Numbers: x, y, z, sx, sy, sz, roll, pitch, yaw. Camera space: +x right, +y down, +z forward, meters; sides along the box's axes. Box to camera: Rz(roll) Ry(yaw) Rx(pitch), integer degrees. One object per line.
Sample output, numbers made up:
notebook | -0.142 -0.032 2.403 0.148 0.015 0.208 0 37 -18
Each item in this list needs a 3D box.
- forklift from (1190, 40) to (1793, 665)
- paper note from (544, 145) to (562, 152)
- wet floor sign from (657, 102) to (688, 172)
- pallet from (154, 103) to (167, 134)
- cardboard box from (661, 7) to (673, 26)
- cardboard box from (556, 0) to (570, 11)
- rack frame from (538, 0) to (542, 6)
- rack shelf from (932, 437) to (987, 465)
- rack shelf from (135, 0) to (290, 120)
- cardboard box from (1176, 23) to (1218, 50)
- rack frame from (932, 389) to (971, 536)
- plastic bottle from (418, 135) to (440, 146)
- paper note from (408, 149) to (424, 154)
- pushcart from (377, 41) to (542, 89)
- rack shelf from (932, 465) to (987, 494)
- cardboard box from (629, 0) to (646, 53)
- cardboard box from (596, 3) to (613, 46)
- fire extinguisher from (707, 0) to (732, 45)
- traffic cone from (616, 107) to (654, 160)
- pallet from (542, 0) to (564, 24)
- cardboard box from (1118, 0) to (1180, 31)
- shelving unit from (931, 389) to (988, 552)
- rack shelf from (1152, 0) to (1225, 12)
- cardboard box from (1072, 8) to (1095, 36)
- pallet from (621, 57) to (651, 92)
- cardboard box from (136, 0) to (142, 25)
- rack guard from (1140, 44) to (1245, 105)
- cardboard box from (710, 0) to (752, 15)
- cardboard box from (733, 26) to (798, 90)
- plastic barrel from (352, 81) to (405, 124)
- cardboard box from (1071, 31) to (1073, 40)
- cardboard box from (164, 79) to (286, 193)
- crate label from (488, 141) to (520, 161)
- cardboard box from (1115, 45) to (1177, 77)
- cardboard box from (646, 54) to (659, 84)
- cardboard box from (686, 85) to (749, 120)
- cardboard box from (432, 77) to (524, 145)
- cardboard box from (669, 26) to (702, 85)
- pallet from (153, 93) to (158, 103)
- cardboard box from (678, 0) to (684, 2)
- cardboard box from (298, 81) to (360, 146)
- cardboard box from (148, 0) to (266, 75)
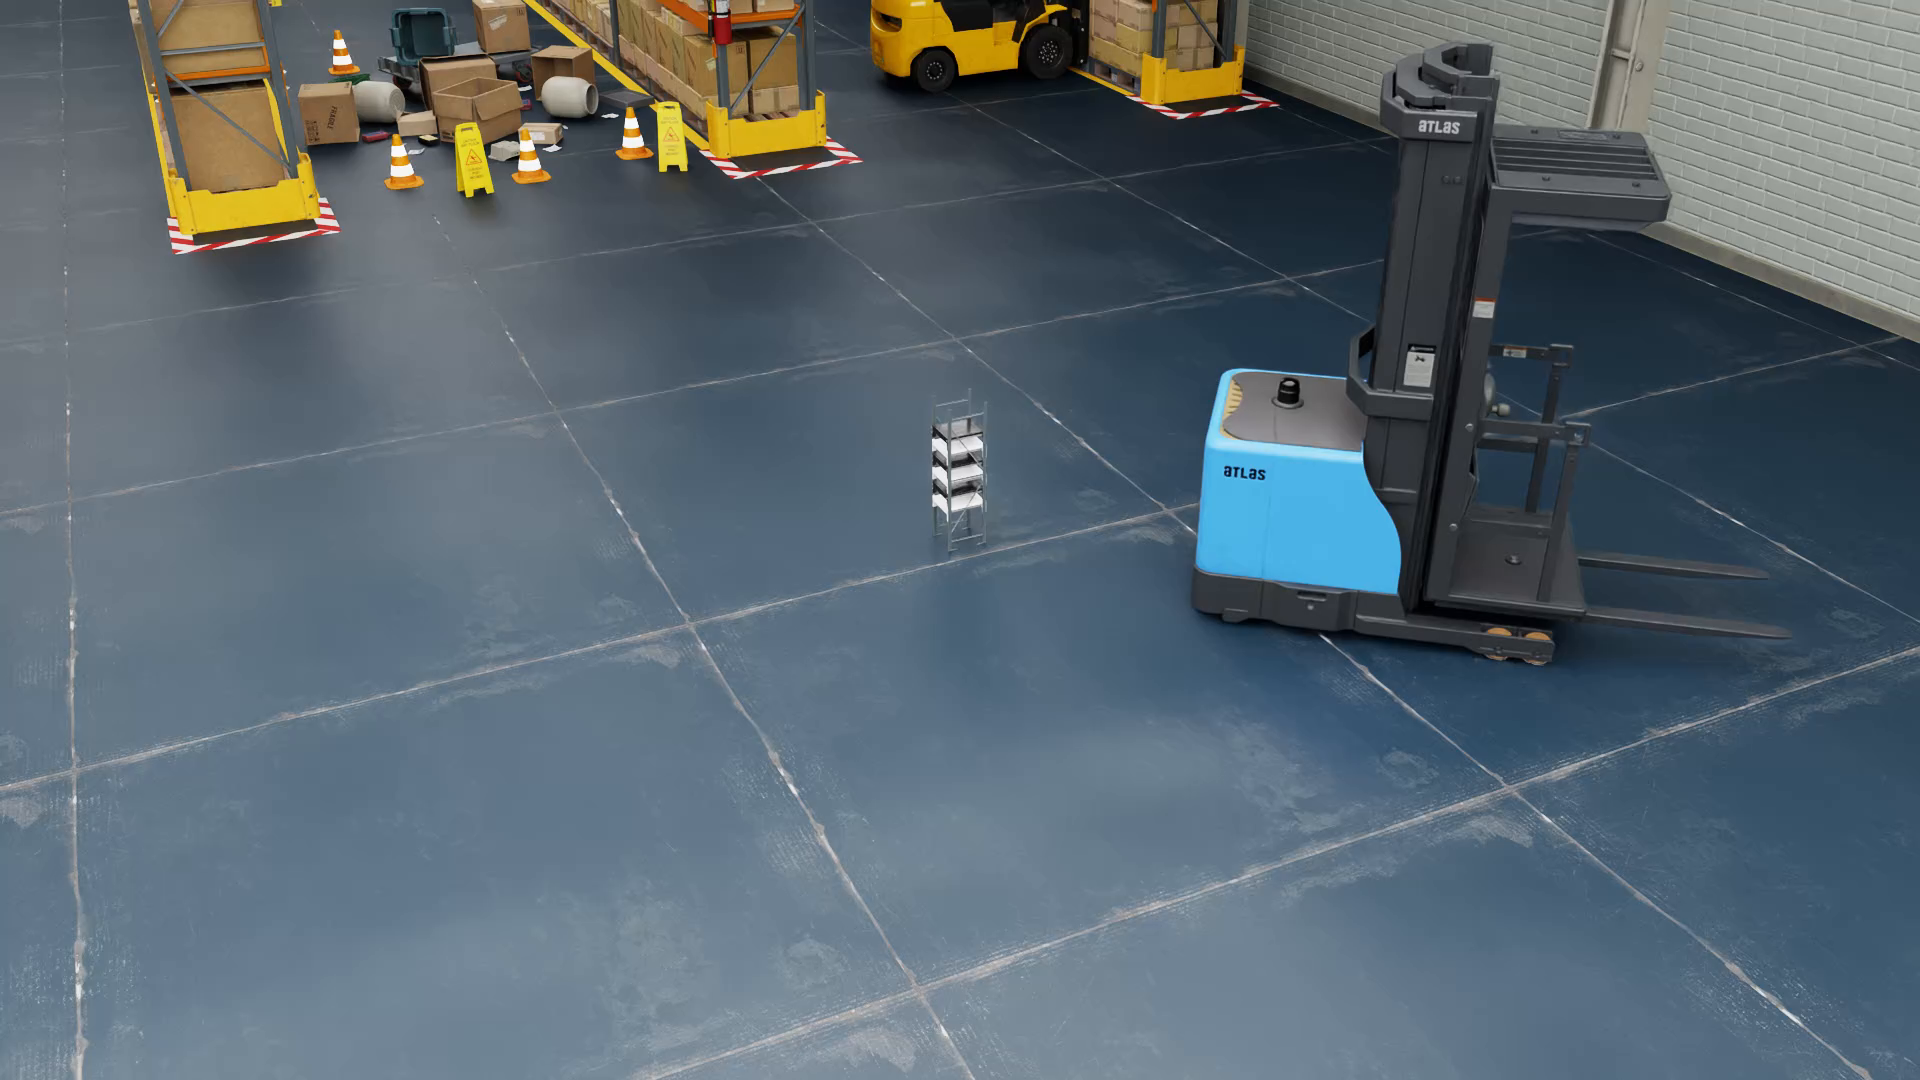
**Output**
forklift | 2.820 -0.919 8.392 3.031 2.935 1.130 7 30 11
paper note | -4.108 -3.952 16.767 0.142 0.019 0.148 26 38 38
wet floor sign | -2.789 -3.912 16.067 0.267 0.644 0.232 -3 29 -5
pallet | -7.793 -4.362 17.313 1.003 0.211 1.213 -13 32 -22
cardboard box | -2.919 -5.517 17.474 0.380 0.149 0.250 -12 31 -20
cardboard box | -4.781 -7.242 21.856 0.950 0.372 0.625 -14 32 -23
rack frame | -5.339 -8.781 22.343 1.000 3.000 0.127 -13 32 -22
rack shelf | -0.003 -0.524 9.465 0.258 0.077 0.200 -13 32 -22
rack shelf | -7.190 -4.733 15.859 1.077 0.370 4.000 -13 32 -22
cardboard box | 2.563 -5.745 18.798 0.500 0.250 0.500 -12 32 -21
rack frame | -0.047 -0.441 9.616 0.240 0.900 0.006 -13 32 -22
plastic bottle | -5.438 -4.083 16.969 0.283 0.061 0.133 26 38 38
paper note | -5.454 -3.898 16.673 0.144 0.017 0.142 -3 29 -5
pushcart | -5.660 -5.370 18.940 0.936 0.377 1.648 26 38 38
rack shelf | -0.003 -0.367 9.553 0.258 0.077 0.200 -13 32 -22
cardboard box | -3.372 -5.774 18.595 0.500 0.500 0.500 -12 31 -20
cardboard box | -3.849 -6.283 20.144 0.950 0.372 0.625 -13 32 -21
fire extinguisher | -2.272 -5.066 15.797 0.296 0.674 0.183 -13 32 -22
traffic cone | -3.254 -4.060 16.517 0.336 0.463 0.334 -13 32 -22
pallet | -5.005 -7.220 22.409 1.003 0.211 1.213 -13 32 -22
cardboard box | 2.097 -5.849 18.474 0.500 0.250 0.500 -12 31 -20
shelving unit | -0.003 -0.396 9.536 0.258 0.900 0.210 -13 32 -22
rack shelf | 1.718 -6.861 19.654 1.077 0.370 4.000 -13 32 -22
cardboard box | 1.639 -6.090 19.415 0.500 0.250 0.500 -14 32 -23
pallet | -3.302 -5.509 19.358 1.003 0.211 1.213 -13 32 -22
cardboard box | -7.498 -5.334 16.042 0.875 0.550 0.550 -13 32 -22
rack guard | 2.587 -5.190 18.495 1.175 0.500 0.348 -13 32 -22
cardboard box | -2.258 -5.258 16.317 0.380 0.149 0.250 -12 31 -20
cardboard box | -2.012 -4.983 17.185 0.500 0.500 0.500 -14 32 -24
plastic barrel | -6.177 -4.628 17.570 0.512 0.421 0.421 7 30 13
cardboard box | 1.435 -6.086 19.918 0.500 0.250 0.500 -12 31 -20
cardboard box | -6.683 -3.706 15.034 0.875 0.875 0.875 -13 32 -22
crate label | -4.504 -3.869 16.510 0.298 0.136 0.250 19 34 30
cardboard box | 2.090 -5.416 18.724 0.500 0.250 0.500 -13 32 -22
cardboard box | -3.143 -5.214 18.363 0.500 0.250 0.500 -14 32 -23
cardboard box | -2.505 -4.542 17.166 0.500 0.250 0.500 -13 32 -22
cardboard box | -4.945 -4.403 17.087 0.637 0.503 0.797 13 32 21
cardboard box | -2.711 -5.087 17.371 0.500 0.500 0.500 -12 31 -20
pallet | -8.448 -5.039 18.521 1.003 0.211 1.213 -13 32 -22
cardboard box | -2.696 -5.572 16.877 0.380 0.149 0.250 -13 32 -21
cardboard box | -6.456 -4.371 17.031 0.500 0.500 0.500 -8 30 -13
cardboard box | -6.532 -4.383 14.347 0.875 0.550 0.550 -13 32 -22
